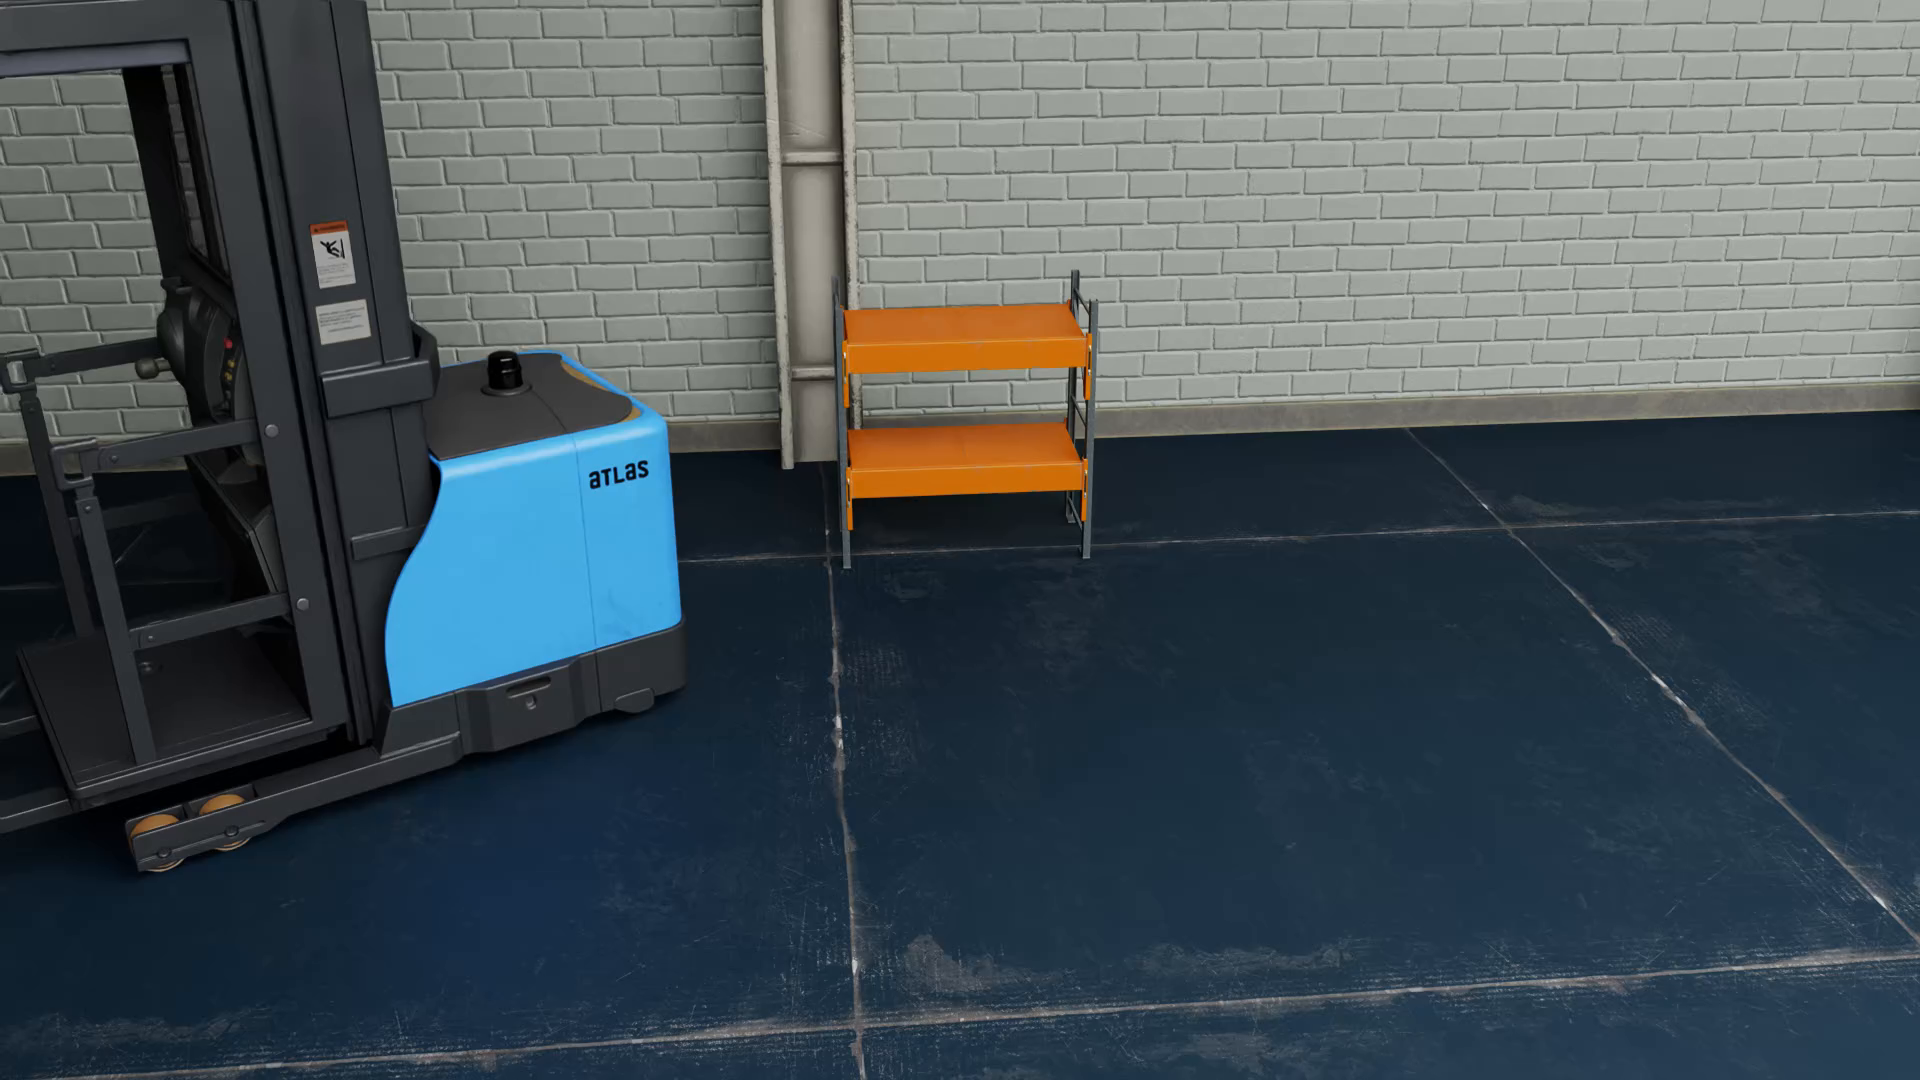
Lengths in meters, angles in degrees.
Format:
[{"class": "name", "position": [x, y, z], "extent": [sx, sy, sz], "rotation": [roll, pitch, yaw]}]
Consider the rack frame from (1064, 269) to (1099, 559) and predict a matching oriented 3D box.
[{"class": "rack frame", "position": [0.513, -0.535, 7.068], "extent": [0.032, 1.125, 0.500], "rotation": [-2, 24, -5]}]

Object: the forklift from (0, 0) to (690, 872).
[{"class": "forklift", "position": [-2.465, -0.586, 4.959], "extent": [3.031, 2.935, 1.130], "rotation": [-16, 29, -32]}]

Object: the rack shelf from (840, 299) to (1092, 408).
[{"class": "rack shelf", "position": [0.007, -0.782, 6.903], "extent": [1.000, 0.278, 0.538], "rotation": [-2, 24, -5]}]

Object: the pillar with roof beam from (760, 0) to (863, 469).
[{"class": "pillar with roof beam", "position": [-0.254, -2.784, 2.434], "extent": [0.400, 9.000, 9.100], "rotation": [-2, 24, -5]}]

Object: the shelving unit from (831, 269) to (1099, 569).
[{"class": "shelving unit", "position": [0.007, -0.514, 7.022], "extent": [1.048, 1.125, 0.538], "rotation": [-2, 24, -5]}]

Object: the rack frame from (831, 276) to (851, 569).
[{"class": "rack frame", "position": [-0.499, -0.494, 6.976], "extent": [0.032, 1.125, 0.500], "rotation": [-2, 24, -5]}]

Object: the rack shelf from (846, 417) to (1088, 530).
[{"class": "rack shelf", "position": [0.007, -0.291, 7.121], "extent": [1.000, 0.278, 0.538], "rotation": [-2, 24, -5]}]
